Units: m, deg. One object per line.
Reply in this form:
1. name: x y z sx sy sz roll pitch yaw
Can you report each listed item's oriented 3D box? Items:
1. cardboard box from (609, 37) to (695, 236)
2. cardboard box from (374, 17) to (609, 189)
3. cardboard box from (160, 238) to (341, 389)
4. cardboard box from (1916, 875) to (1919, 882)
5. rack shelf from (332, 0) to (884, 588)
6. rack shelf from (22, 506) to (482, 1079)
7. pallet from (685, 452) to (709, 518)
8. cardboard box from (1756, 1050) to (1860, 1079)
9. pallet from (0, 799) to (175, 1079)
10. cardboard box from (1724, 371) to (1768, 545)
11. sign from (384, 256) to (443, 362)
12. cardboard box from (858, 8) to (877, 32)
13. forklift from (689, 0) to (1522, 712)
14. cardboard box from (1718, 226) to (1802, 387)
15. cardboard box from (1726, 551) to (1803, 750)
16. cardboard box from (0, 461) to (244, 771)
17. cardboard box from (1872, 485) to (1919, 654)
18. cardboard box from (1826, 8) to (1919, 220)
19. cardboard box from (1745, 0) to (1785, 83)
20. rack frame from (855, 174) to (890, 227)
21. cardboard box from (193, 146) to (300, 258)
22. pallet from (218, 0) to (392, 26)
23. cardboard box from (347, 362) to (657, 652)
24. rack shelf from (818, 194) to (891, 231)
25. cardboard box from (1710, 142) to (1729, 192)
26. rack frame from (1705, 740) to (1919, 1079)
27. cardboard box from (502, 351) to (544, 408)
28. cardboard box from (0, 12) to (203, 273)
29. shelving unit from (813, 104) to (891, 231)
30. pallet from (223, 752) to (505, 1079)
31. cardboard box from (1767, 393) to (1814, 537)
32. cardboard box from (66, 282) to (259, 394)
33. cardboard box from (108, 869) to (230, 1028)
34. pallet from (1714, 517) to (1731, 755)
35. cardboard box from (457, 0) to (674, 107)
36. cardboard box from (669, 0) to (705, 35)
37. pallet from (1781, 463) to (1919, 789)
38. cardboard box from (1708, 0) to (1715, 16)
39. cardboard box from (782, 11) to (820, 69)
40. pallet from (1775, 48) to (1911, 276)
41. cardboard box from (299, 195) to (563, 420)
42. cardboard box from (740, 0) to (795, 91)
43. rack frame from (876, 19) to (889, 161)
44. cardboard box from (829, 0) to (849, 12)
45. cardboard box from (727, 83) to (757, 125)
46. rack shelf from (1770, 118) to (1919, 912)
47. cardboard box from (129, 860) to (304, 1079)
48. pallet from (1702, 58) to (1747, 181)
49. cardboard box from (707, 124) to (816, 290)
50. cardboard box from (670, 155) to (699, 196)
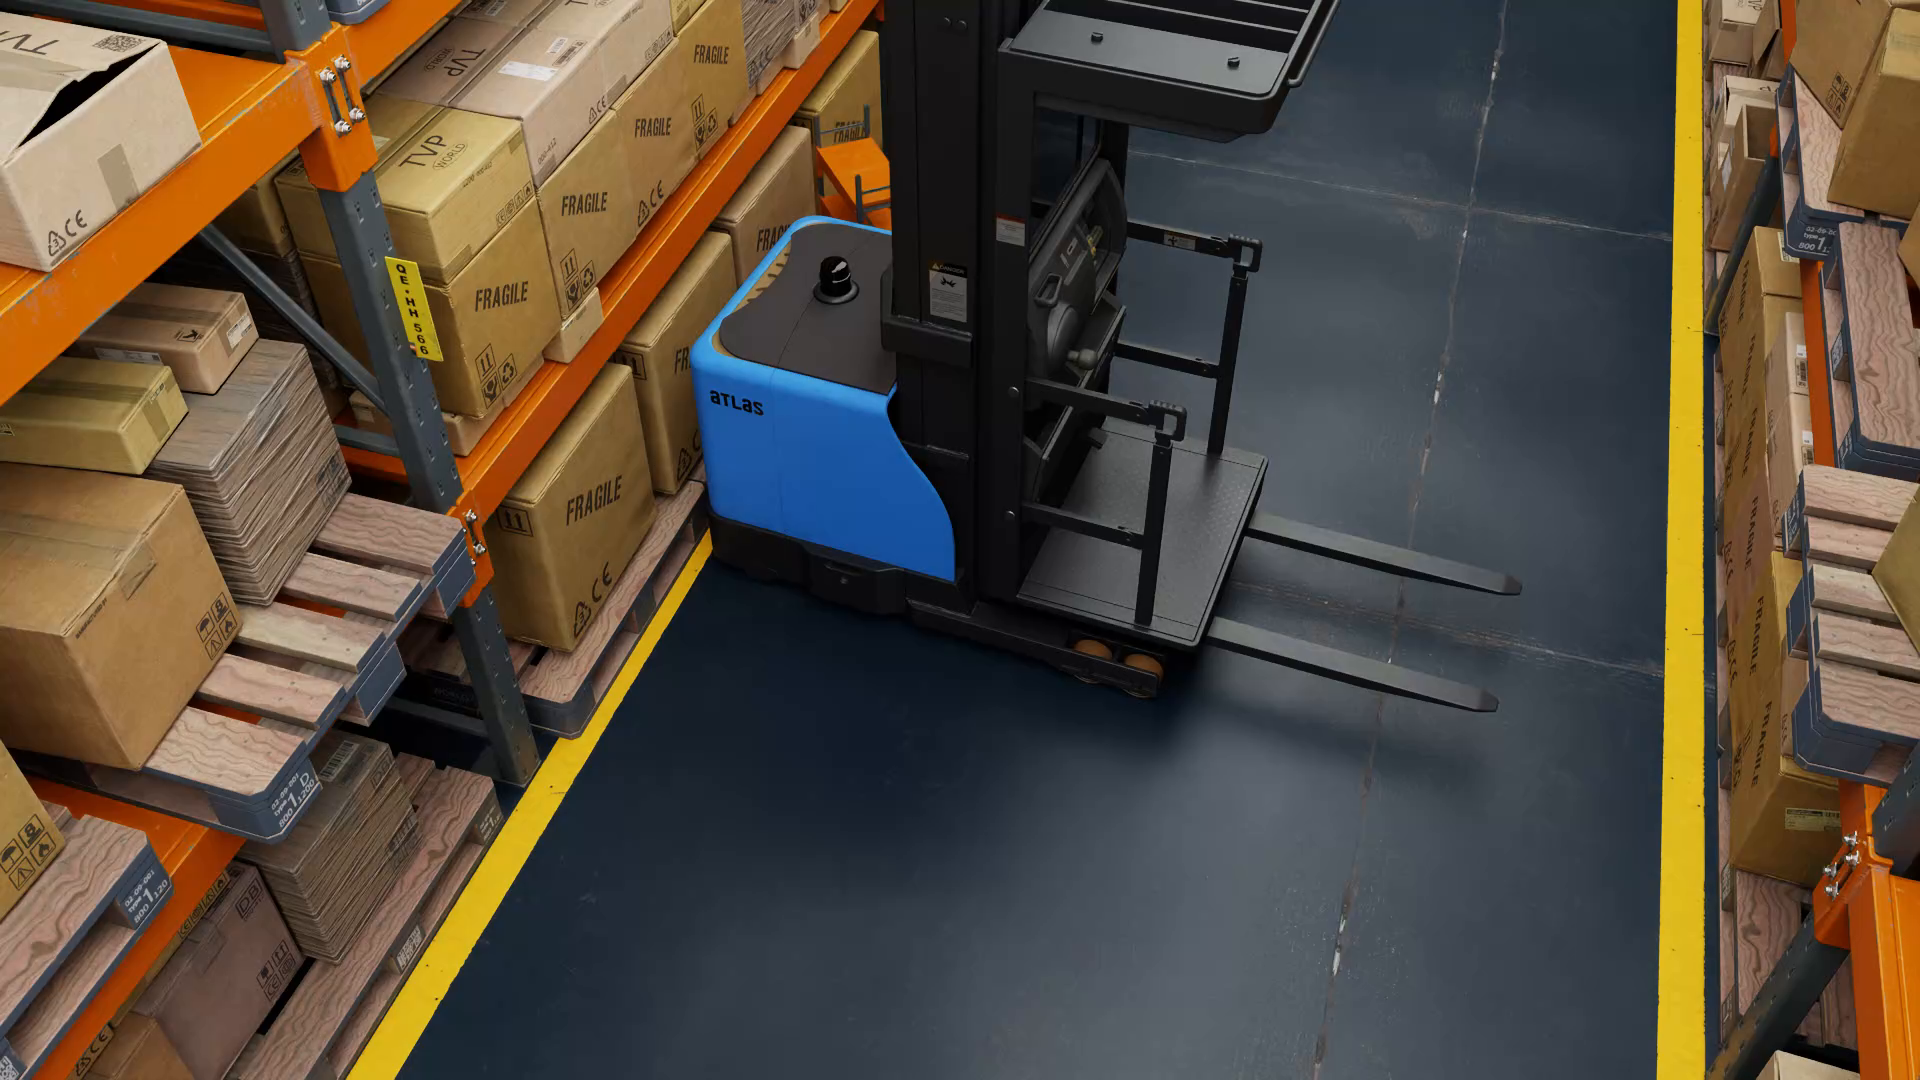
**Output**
1. cardboard box: -1.277 -1.436 5.775 0.500 0.500 0.500 12 46 12
2. cardboard box: -1.442 -1.364 5.164 0.500 0.250 0.500 12 46 12
3. cardboard box: -2.095 -0.860 5.185 0.500 0.500 0.500 13 46 13
4. cardboard box: 3.298 0.850 5.209 0.500 0.500 0.500 11 45 11
5. rack shelf: -1.381 -1.416 6.567 1.077 0.370 4.000 13 46 13
6. rack shelf: -2.593 1.250 3.842 1.077 0.370 4.000 13 46 13
7. pallet: -1.305 -0.663 7.277 1.003 0.211 1.213 13 46 13
8. cardboard box: 2.297 1.626 4.208 0.500 0.311 0.500 14 46 14
9. pallet: -2.548 1.057 3.662 1.003 0.211 1.213 13 46 13
10. cardboard box: 3.258 -0.263 6.347 0.500 0.500 0.500 13 46 13
11. sign: -1.467 -0.617 4.464 0.100 0.325 0.005 13 46 13
12. cardboard box: -0.452 -2.740 8.892 0.700 0.500 0.500 13 46 13
13. forklift: 0.585 -0.889 5.562 3.031 2.935 1.130 15 46 15
14. cardboard box: 3.568 -0.952 7.051 0.500 0.500 0.500 11 45 11
15. cardboard box: 2.952 0.425 5.644 0.500 0.500 0.500 11 45 11
16. cardboard box: -2.263 0.161 4.055 0.700 0.500 0.500 9 45 9
17. cardboard box: 2.818 0.077 4.154 0.700 0.500 0.500 -1 44 -1
18. cardboard box: 3.442 -1.405 5.669 0.700 0.500 0.500 19 48 19
19. cardboard box: 4.510 -2.478 8.608 0.797 0.503 0.637 13 46 13
20. rack frame: -0.298 -1.023 6.938 0.240 1.200 0.015 -17 47 -16
21. cardboard box: -2.097 -1.114 4.909 0.500 0.250 0.500 14 46 14
22. pallet: -1.843 -1.785 4.420 1.213 0.211 1.003 15 46 14
23. cardboard box: -1.639 -0.184 6.030 0.750 0.750 0.750 12 46 12
24. rack shelf: -0.393 -1.292 6.989 0.258 0.148 0.480 -17 47 -16
25. cardboard box: 3.905 -1.800 8.169 0.380 0.149 0.250 13 46 13
26. rack frame: 2.735 0.707 3.883 1.000 3.000 0.127 13 46 13
27. cardboard box: -1.582 -0.594 5.377 0.380 0.149 0.250 13 46 13
28. cardboard box: -1.948 -0.850 3.379 0.500 0.311 0.500 13 46 13
29. shelving unit: -0.393 -1.180 7.098 0.258 1.200 0.503 -17 47 -16
30. pallet: -2.225 1.177 5.396 1.003 0.211 1.213 13 46 13
31. cardboard box: 3.113 -0.219 5.766 0.500 0.250 0.500 12 46 12
32. cardboard box: -2.063 -0.528 4.295 0.380 0.149 0.250 7 45 7
33. cardboard box: -2.388 0.986 4.534 0.500 0.250 0.500 13 46 13
34. pallet: 3.368 0.403 6.187 1.003 0.211 1.213 13 46 13
35. cardboard box: -1.294 -1.698 5.506 0.500 0.250 0.500 13 46 13
36. cardboard box: -1.146 -2.039 5.855 0.500 0.250 0.500 12 46 12
37. pallet: 2.873 0.309 4.427 1.213 0.211 1.003 13 46 13
38. cardboard box: 4.571 -3.164 9.491 0.500 0.250 0.500 13 46 13
39. cardboard box: -0.808 -2.113 6.930 0.380 0.149 0.250 13 46 13
40. pallet: 3.600 -1.381 6.154 1.003 0.211 1.213 13 46 13
41. cardboard box: -1.596 -0.759 5.082 0.500 0.500 0.500 14 46 14
42. cardboard box: -0.981 -2.119 6.472 0.500 0.500 0.500 13 46 13
43. rack frame: -0.776 -3.006 7.677 1.000 3.000 0.127 13 46 13
44. cardboard box: -0.662 -2.465 7.290 0.380 0.149 0.250 13 46 13
45. cardboard box: -1.035 -1.801 6.611 0.380 0.149 0.250 11 46 11
46. rack shelf: 3.341 -0.369 5.497 1.077 0.370 4.000 13 46 13
47. cardboard box: -2.422 1.206 4.846 0.700 0.500 0.500 12 46 12
48. pallet: 4.523 -2.236 8.884 1.003 0.211 1.213 13 46 13
49. cardboard box: -1.115 -1.334 7.205 0.750 0.750 0.750 14 46 14
50. cardboard box: -1.213 -1.452 6.255 0.380 0.149 0.250 13 46 13
